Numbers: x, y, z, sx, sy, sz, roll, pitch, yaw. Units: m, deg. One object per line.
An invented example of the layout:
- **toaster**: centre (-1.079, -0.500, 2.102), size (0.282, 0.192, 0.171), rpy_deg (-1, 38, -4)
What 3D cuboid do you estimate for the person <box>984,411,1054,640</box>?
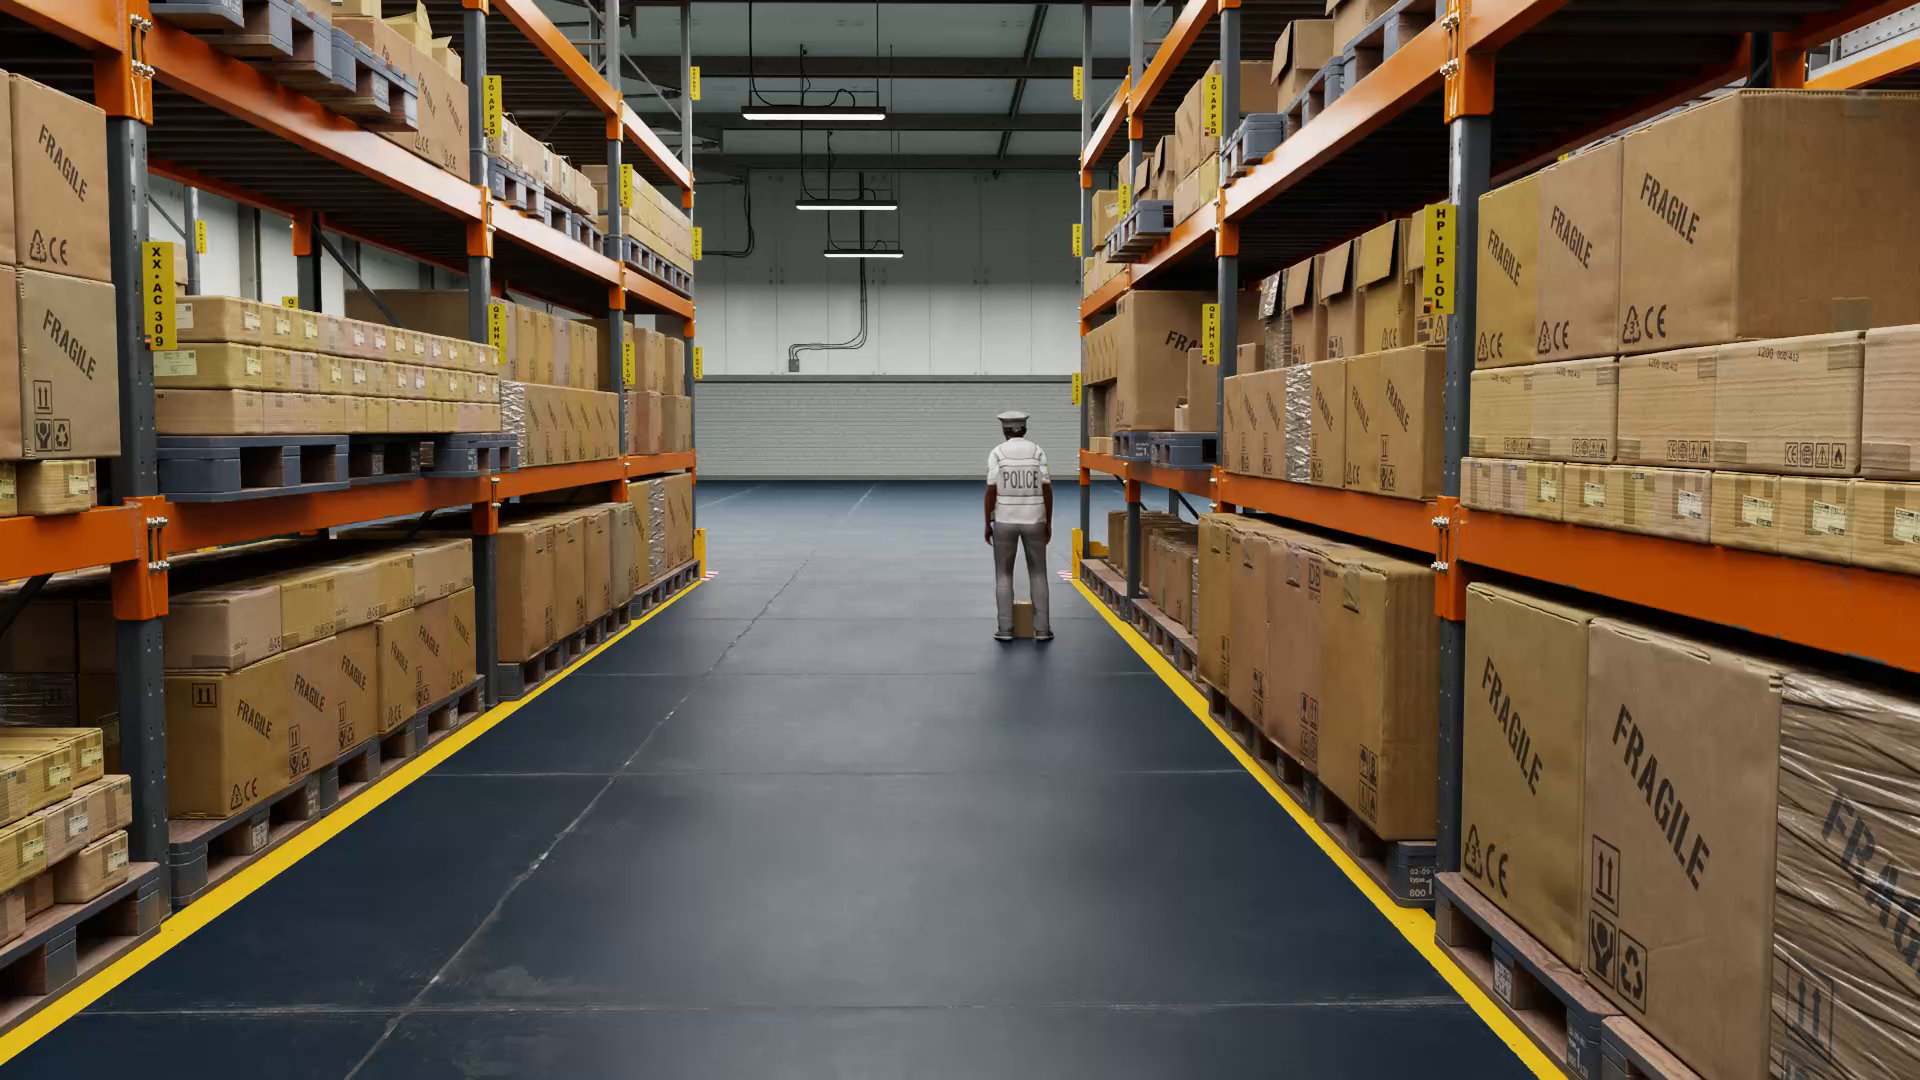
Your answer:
- **person**: centre (0.431, -0.105, 12.053), size (0.529, 1.659, 0.323), rpy_deg (0, 4, -5)
